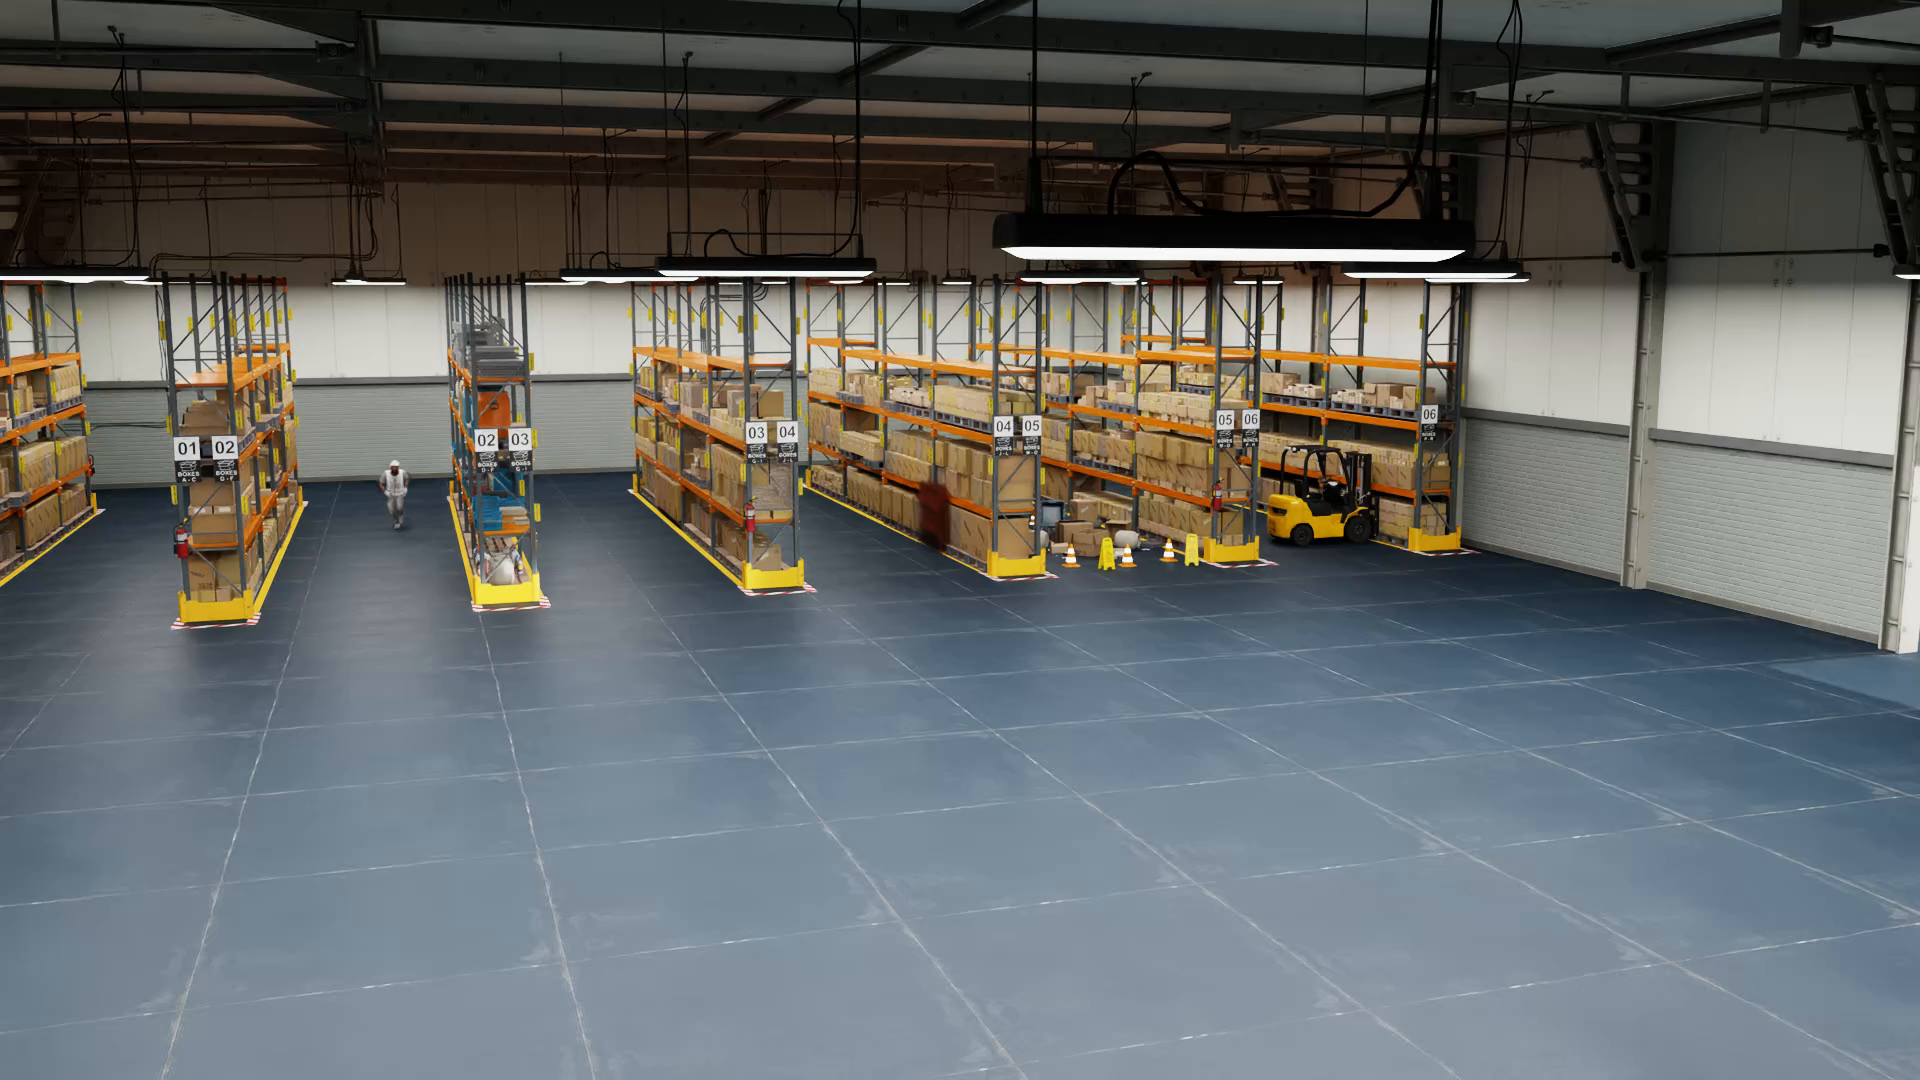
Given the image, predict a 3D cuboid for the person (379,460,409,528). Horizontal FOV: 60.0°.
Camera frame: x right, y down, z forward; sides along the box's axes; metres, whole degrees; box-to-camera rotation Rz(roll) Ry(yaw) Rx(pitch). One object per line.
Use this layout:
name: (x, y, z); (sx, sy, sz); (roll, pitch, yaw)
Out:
person: (-13.522, -1.090, 39.769); (0.655, 1.672, 0.667); (-2, 9, -10)
